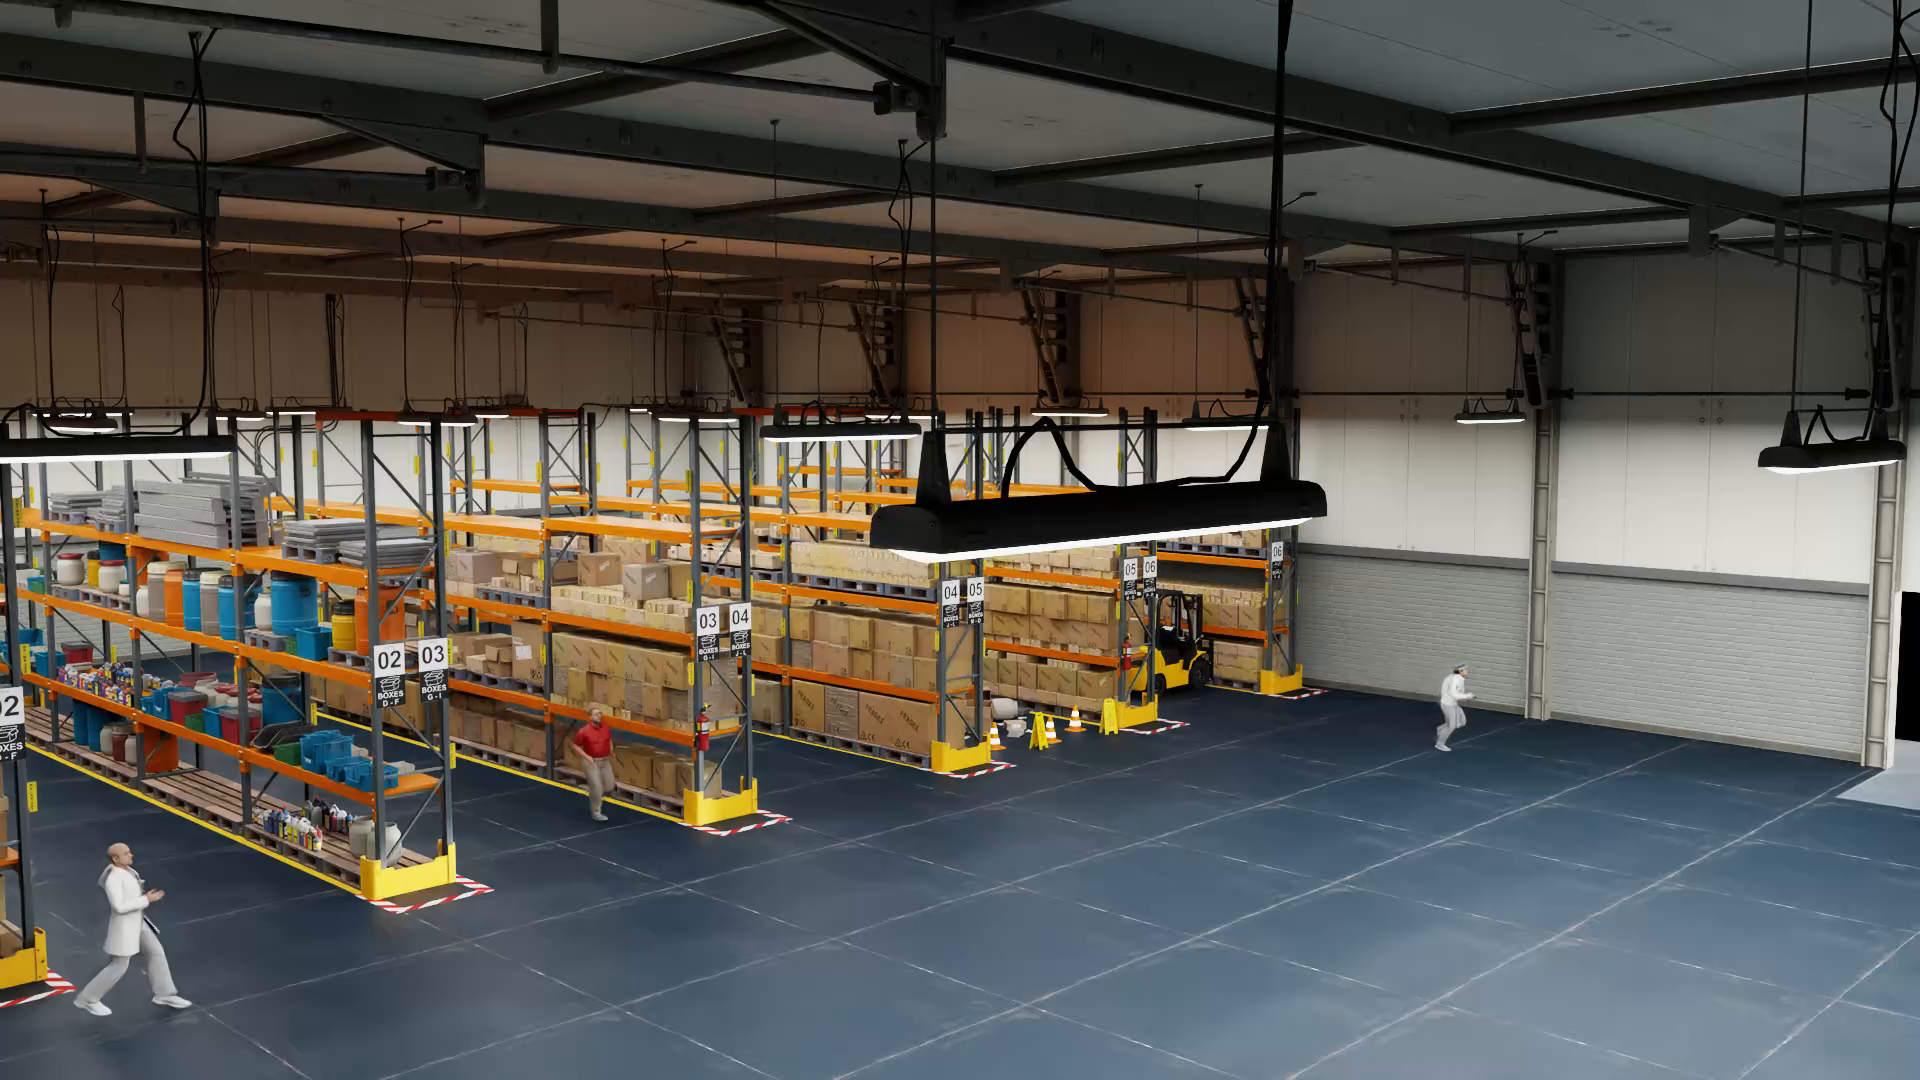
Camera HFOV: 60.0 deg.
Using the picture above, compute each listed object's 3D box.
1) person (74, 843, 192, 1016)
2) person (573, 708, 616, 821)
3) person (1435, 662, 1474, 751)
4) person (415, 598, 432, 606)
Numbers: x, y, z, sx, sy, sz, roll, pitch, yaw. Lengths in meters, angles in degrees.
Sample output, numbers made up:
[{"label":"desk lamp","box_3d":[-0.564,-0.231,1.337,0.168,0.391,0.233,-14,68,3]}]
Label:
[{"label":"person","box_3d":[-8.433,3.945,16.894,1.052,1.787,0.730,-1,5,-11]},{"label":"person","box_3d":[-5.398,3.310,24.633,0.648,1.679,0.575,-5,7,-44]},{"label":"person","box_3d":[8.740,2.937,29.364,0.660,1.628,0.597,2,6,26]},{"label":"person","box_3d":[-12.682,1.982,39.070,0.688,1.755,0.705,2,5,21]}]
